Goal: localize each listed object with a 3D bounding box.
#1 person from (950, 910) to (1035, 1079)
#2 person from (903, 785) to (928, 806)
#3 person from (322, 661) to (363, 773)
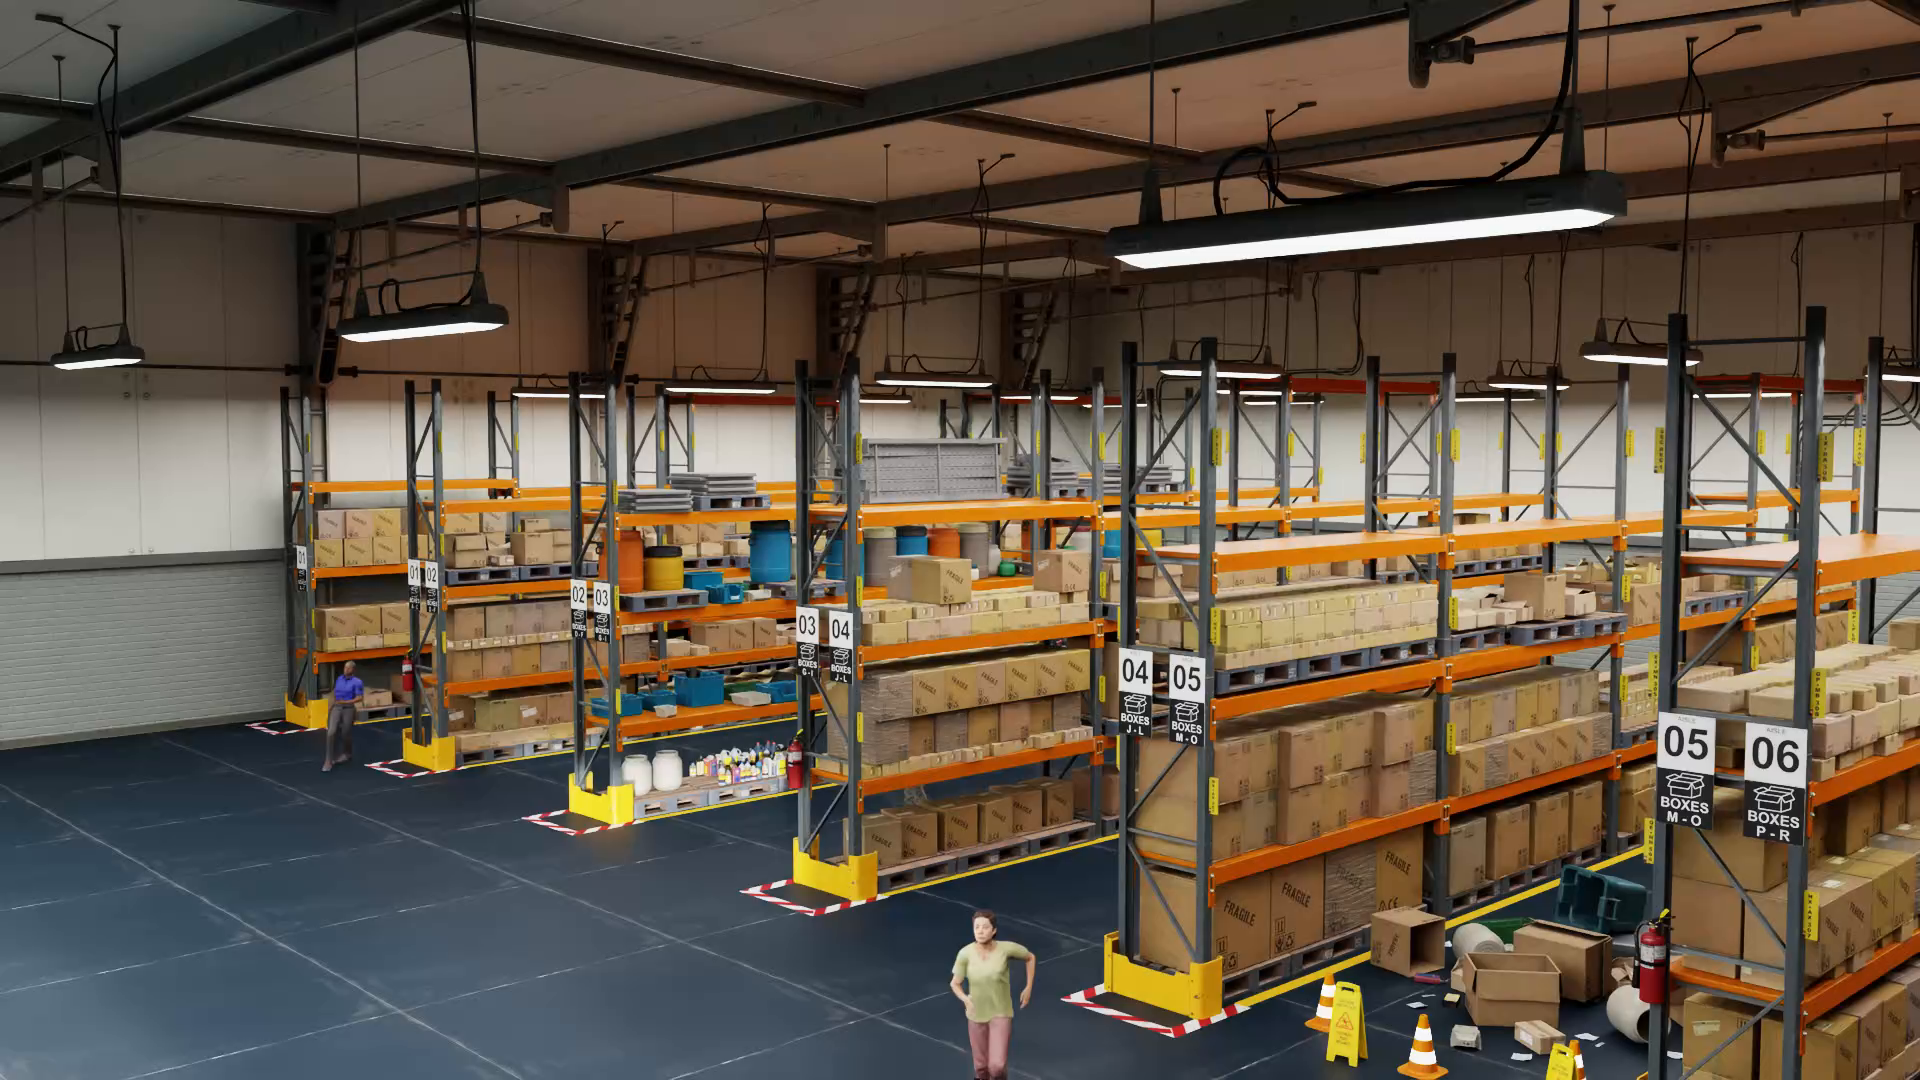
[{"bbox_3d":[0.233,3.551,12.348,0.594,1.604,0.769,1,4,12],"label":"person"},{"bbox_3d":[-0.636,2.851,22.074,0.667,1.836,0.828,3,5,39],"label":"person"},{"bbox_3d":[-9.512,2.739,25.715,0.588,1.565,0.842,0,4,3],"label":"person"}]
